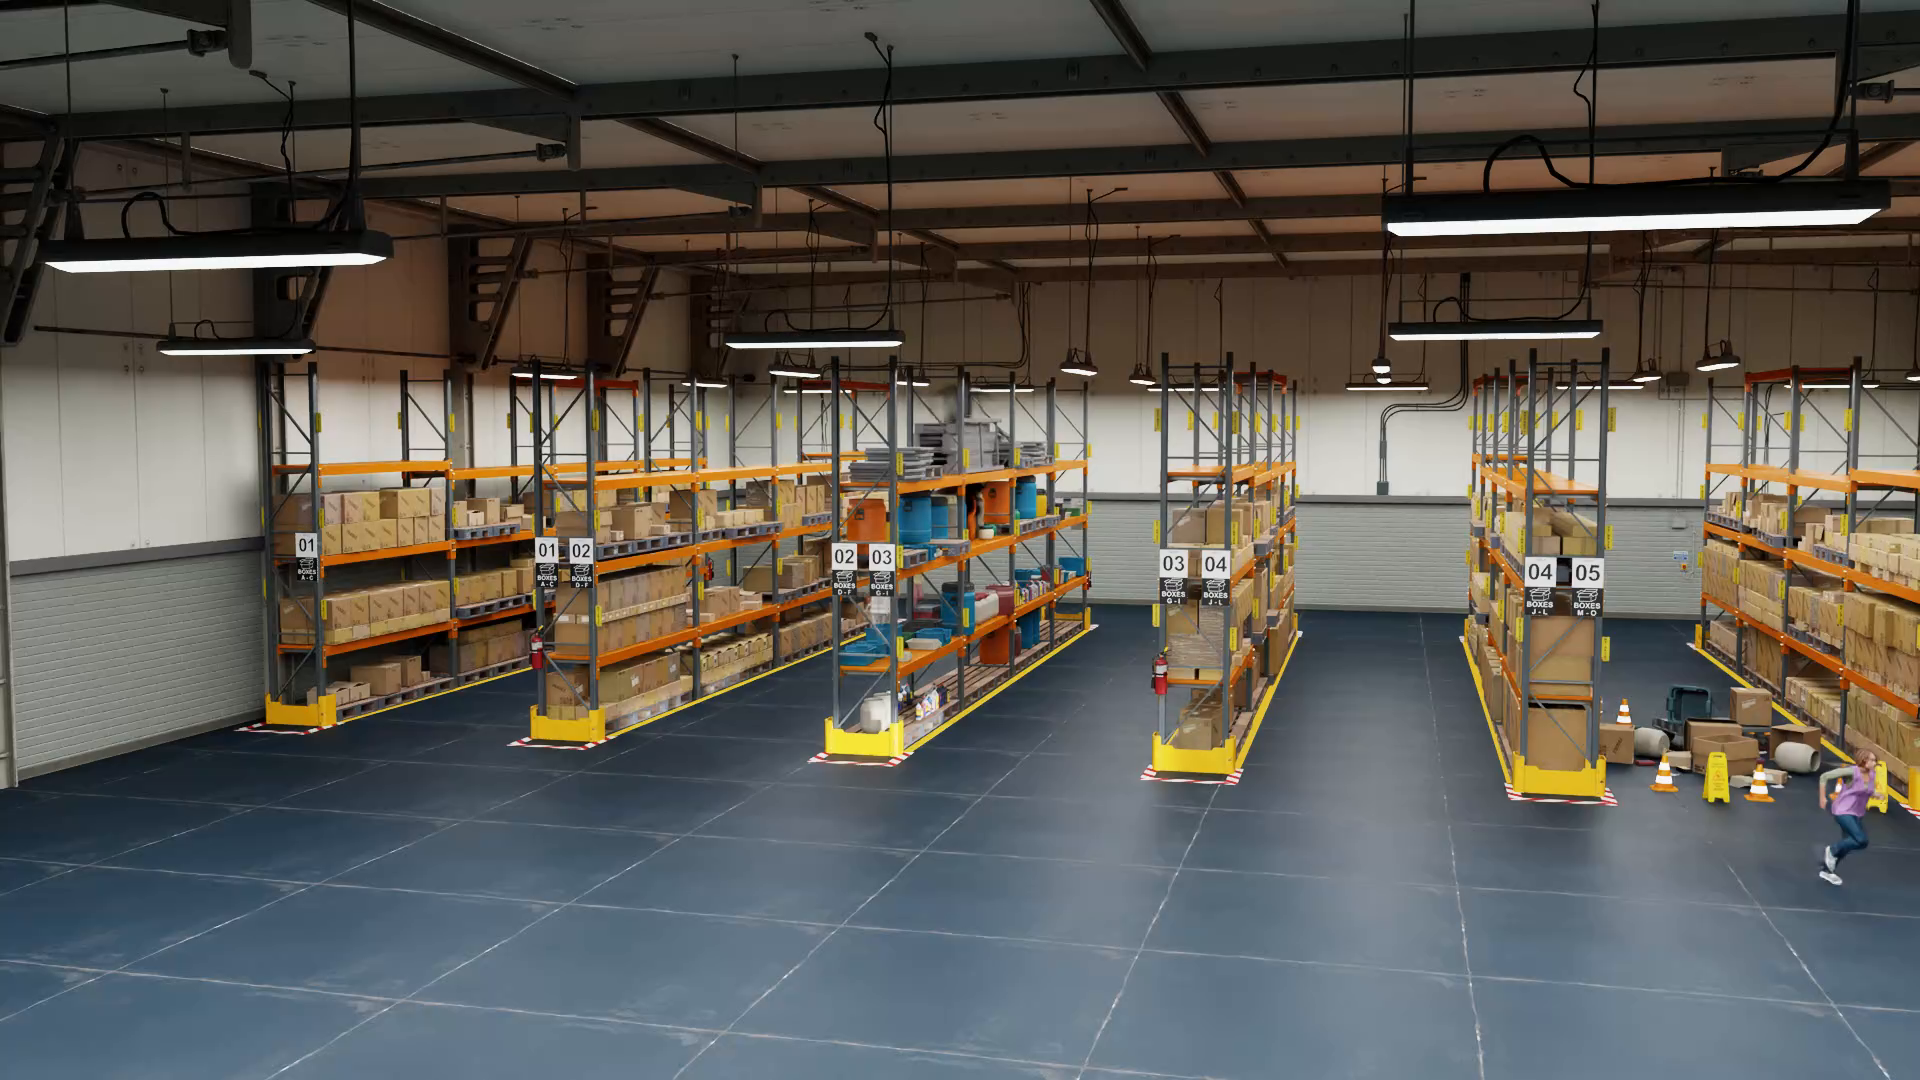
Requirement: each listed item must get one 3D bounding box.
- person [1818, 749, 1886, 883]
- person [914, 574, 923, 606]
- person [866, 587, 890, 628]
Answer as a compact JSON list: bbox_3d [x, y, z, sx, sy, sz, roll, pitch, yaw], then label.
[{"bbox_3d":[9.609,2.981,17.914,0.524,1.525,0.717,-2,4,-26],"label":"person"},{"bbox_3d":[-1.191,1.143,43.313,0.580,1.619,0.560,-2,4,-23],"label":"person"},{"bbox_3d":[-1.610,1.483,33.716,0.673,1.749,0.751,1,4,14],"label":"person"}]
